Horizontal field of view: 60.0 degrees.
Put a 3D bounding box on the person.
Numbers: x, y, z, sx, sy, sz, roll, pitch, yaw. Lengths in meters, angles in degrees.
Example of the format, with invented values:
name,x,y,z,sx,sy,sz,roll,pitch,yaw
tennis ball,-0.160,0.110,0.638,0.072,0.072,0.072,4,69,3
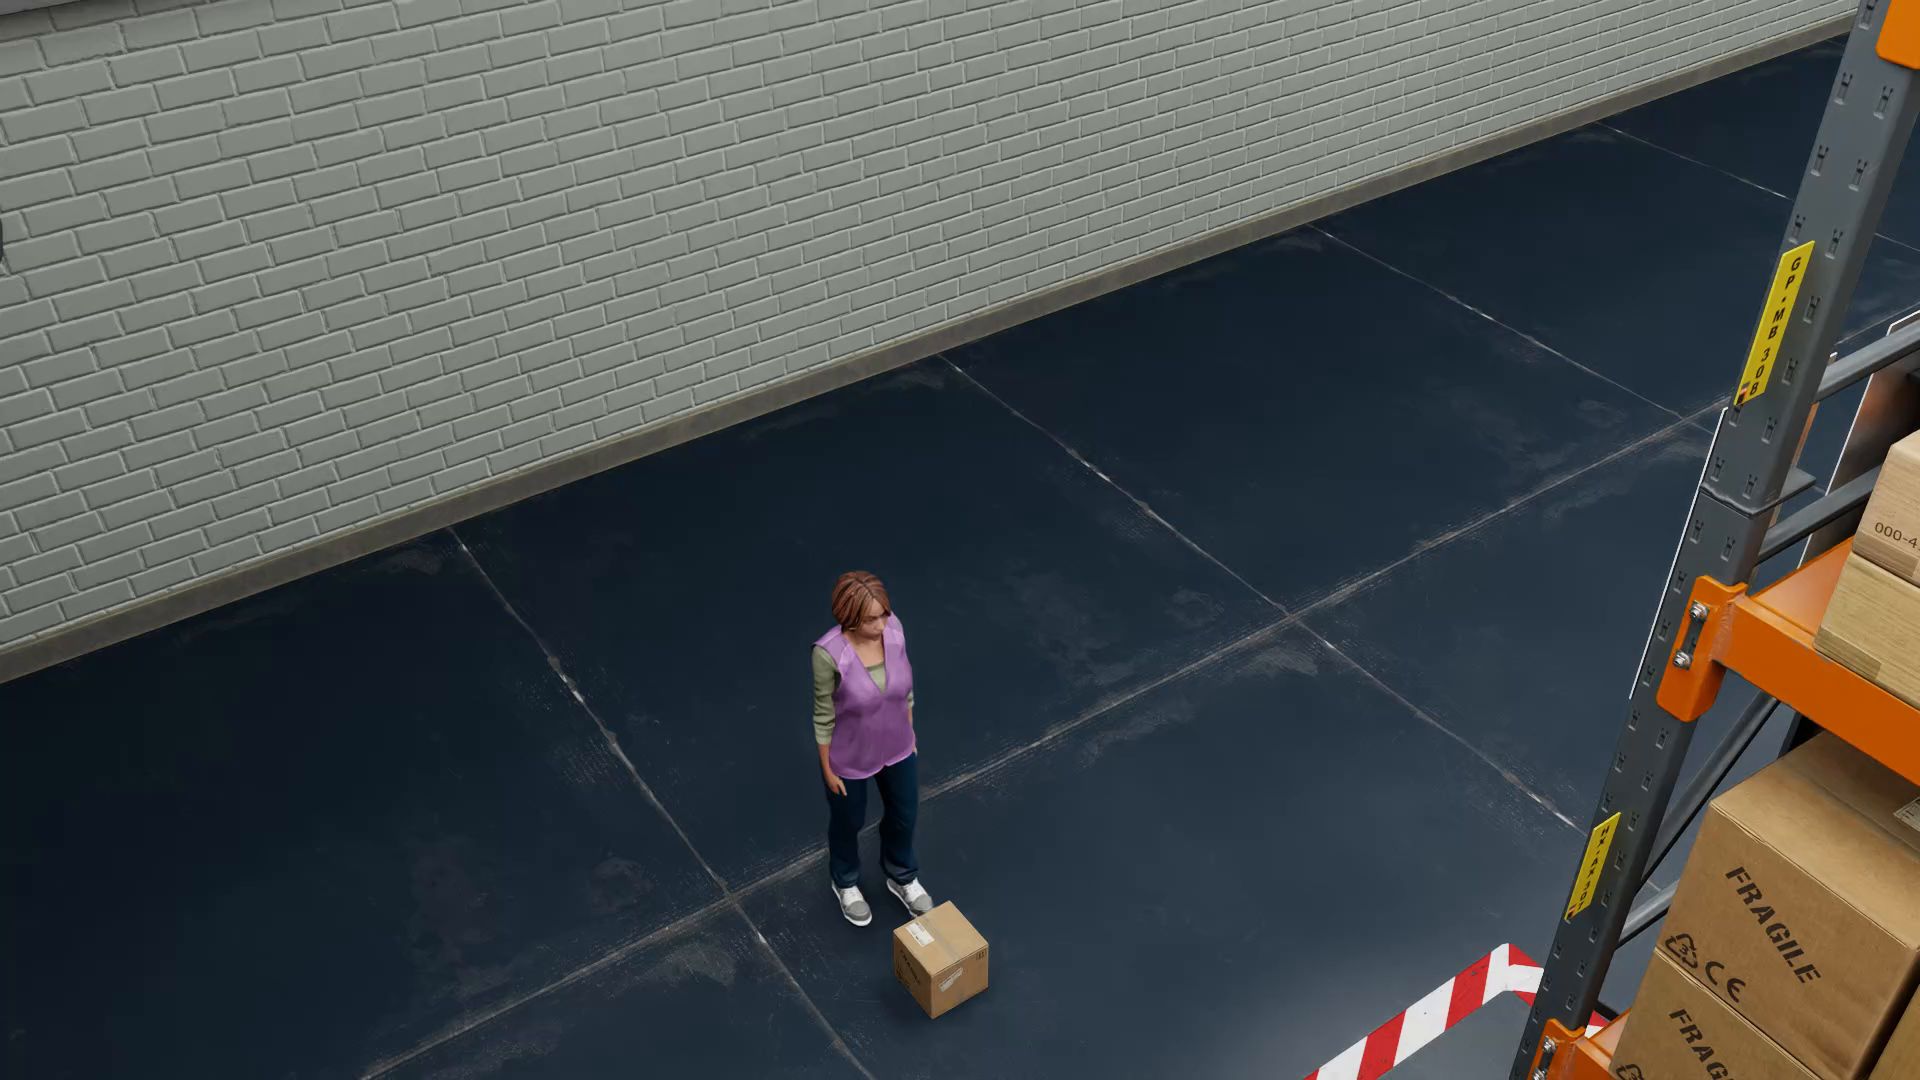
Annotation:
name,x,y,z,sx,sy,sz,roll,pitch,yaw
person,-0.319,0.770,5.984,0.418,1.591,0.409,-22,42,-27
